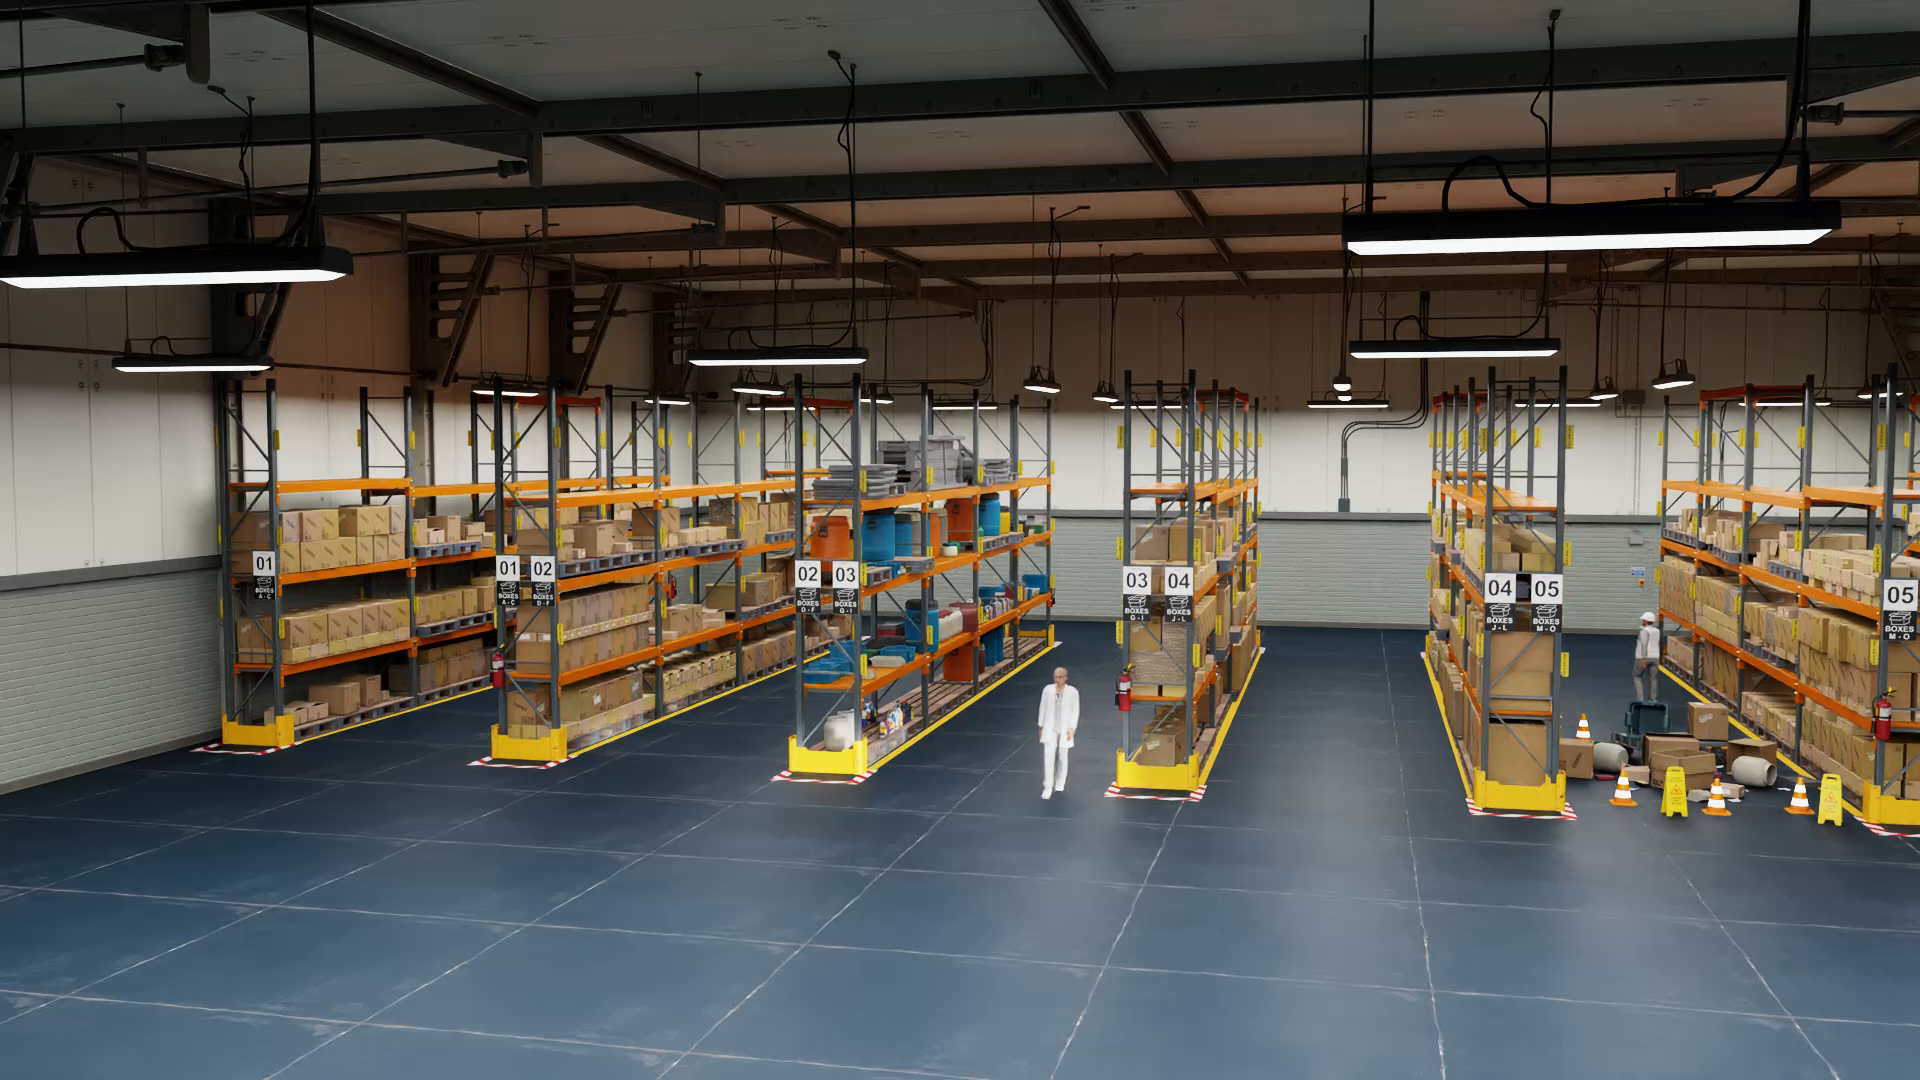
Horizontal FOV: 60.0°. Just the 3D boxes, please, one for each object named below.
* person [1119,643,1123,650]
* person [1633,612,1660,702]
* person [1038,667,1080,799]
[{"bbox_3d":[3.583,2.131,34.302,0.563,1.599,1.053,1,4,12],"label":"person"},{"bbox_3d":[12.948,2.266,31.202,0.522,1.810,0.561,0,3,-5],"label":"person"},{"bbox_3d":[1.381,2.710,23.518,0.614,1.794,0.795,1,3,10],"label":"person"}]
